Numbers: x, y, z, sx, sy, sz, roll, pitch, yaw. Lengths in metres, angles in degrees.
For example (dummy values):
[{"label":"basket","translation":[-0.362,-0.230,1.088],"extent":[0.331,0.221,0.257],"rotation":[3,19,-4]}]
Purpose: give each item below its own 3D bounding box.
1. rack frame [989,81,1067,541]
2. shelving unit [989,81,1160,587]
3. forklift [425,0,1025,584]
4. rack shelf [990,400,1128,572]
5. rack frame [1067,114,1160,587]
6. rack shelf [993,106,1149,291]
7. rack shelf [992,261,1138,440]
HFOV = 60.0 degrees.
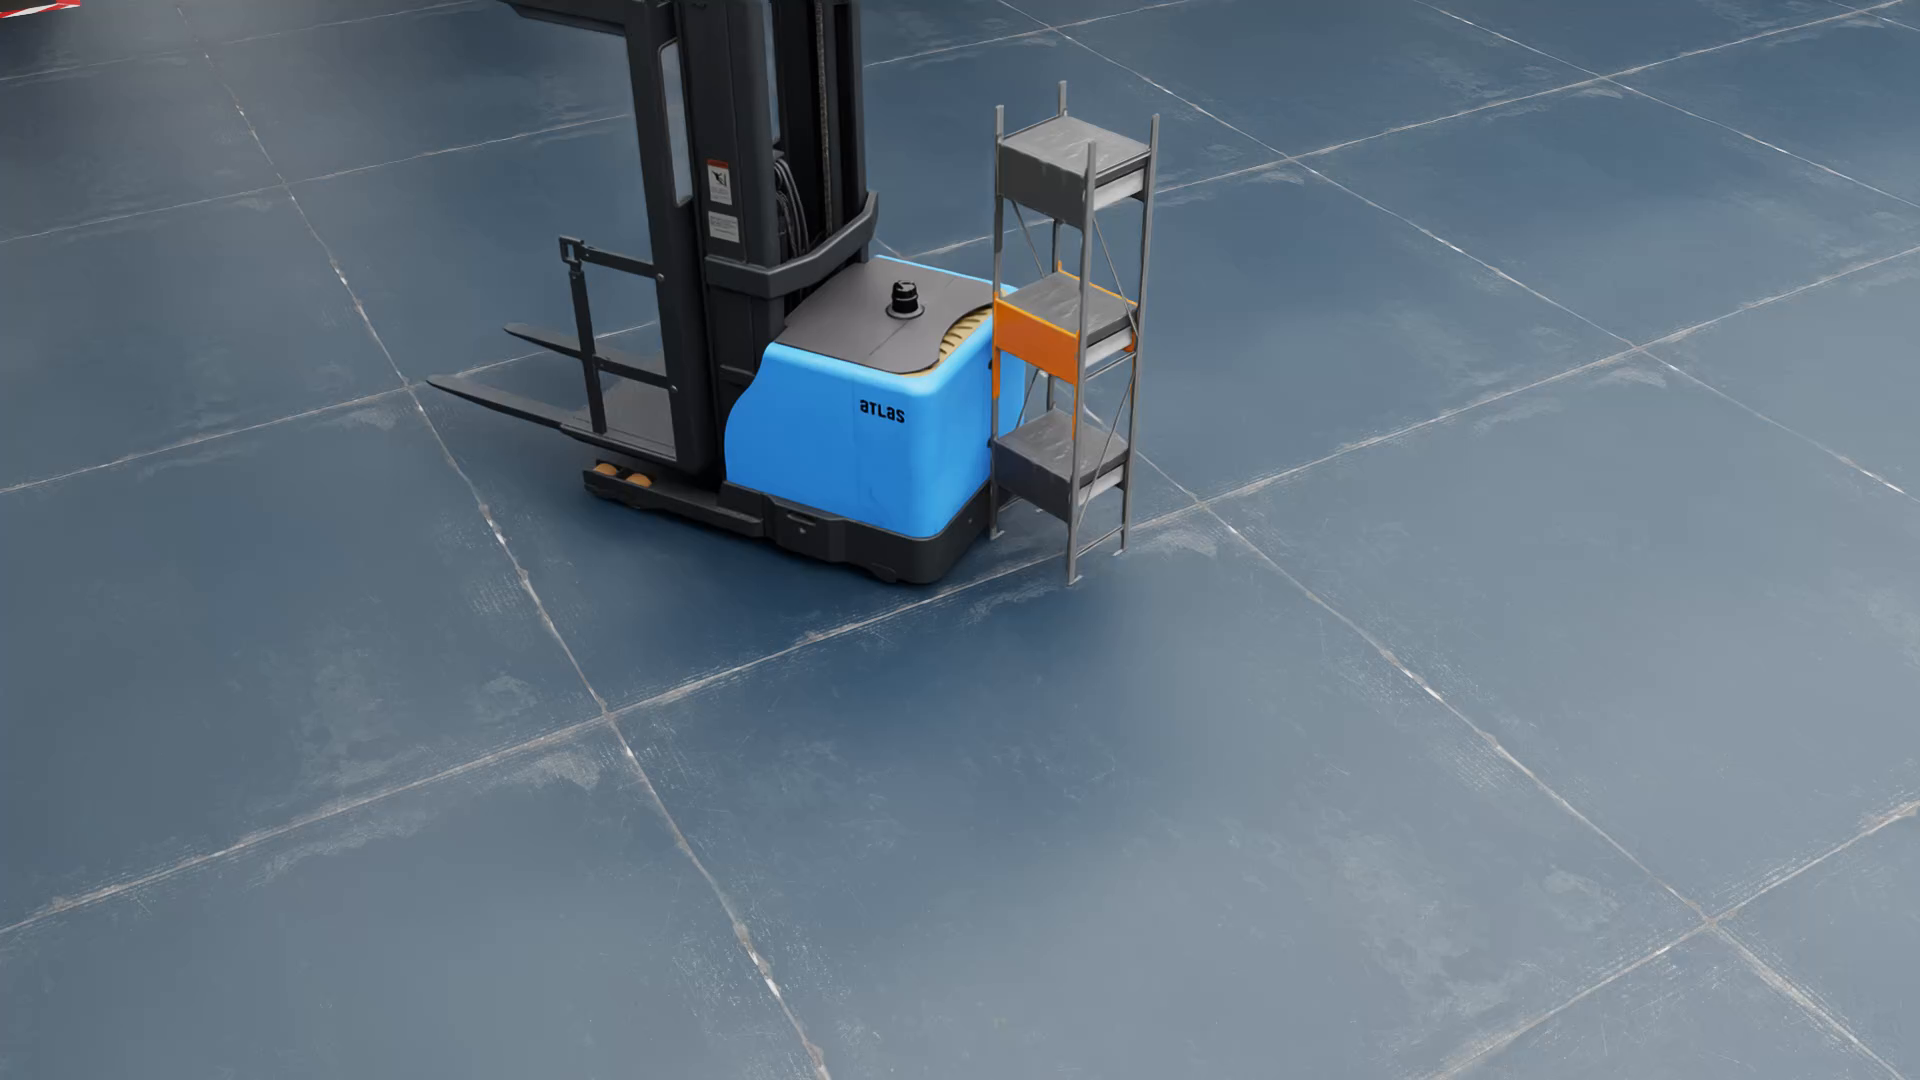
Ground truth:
[{"label":"rack frame","translation":[0.284,-0.928,7.240],"extent":[0.400,2.100,0.015],"rotation":[-30,46,-35]},{"label":"shelving unit","translation":[0.456,-0.826,7.100],"extent":[0.431,2.100,0.503],"rotation":[-30,46,-35]},{"label":"forklift","translation":[-1.234,-1.591,7.444],"extent":[3.031,2.935,1.130],"rotation":[17,39,22]},{"label":"rack shelf","translation":[0.456,-0.249,7.521],"extent":[0.431,0.518,0.480],"rotation":[-30,46,-35]},{"label":"rack frame","translation":[0.627,-0.723,6.960],"extent":[0.400,2.100,0.015],"rotation":[-30,46,-35]},{"label":"rack shelf","translation":[0.456,-1.380,6.695],"extent":[0.431,0.518,0.480],"rotation":[-30,46,-35]},{"label":"rack shelf","translation":[0.456,-0.815,7.108],"extent":[0.431,0.518,0.480],"rotation":[-30,46,-35]}]
